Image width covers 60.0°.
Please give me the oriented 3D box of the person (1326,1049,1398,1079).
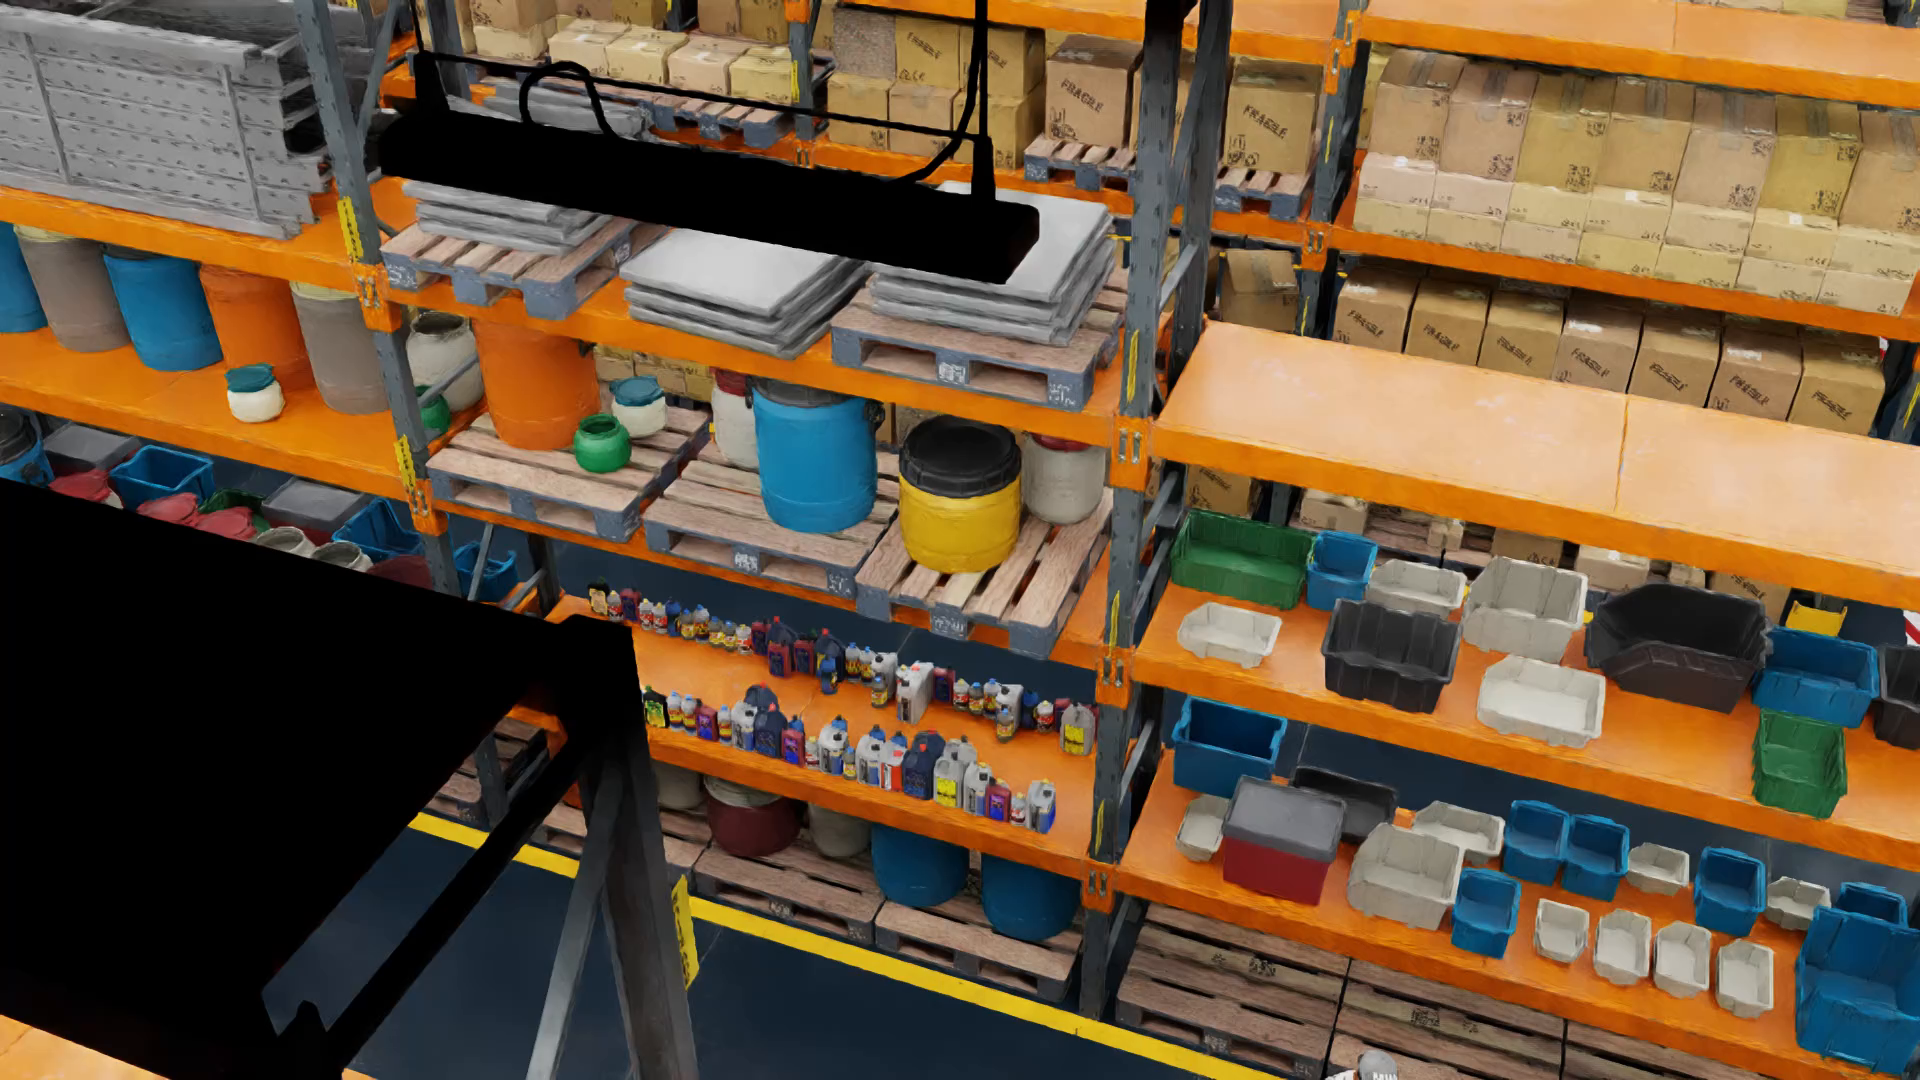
[{"bbox_3d":[1.905,2.989,7.929,0.629,1.669,0.390,8,37,11],"label":"person"}]
